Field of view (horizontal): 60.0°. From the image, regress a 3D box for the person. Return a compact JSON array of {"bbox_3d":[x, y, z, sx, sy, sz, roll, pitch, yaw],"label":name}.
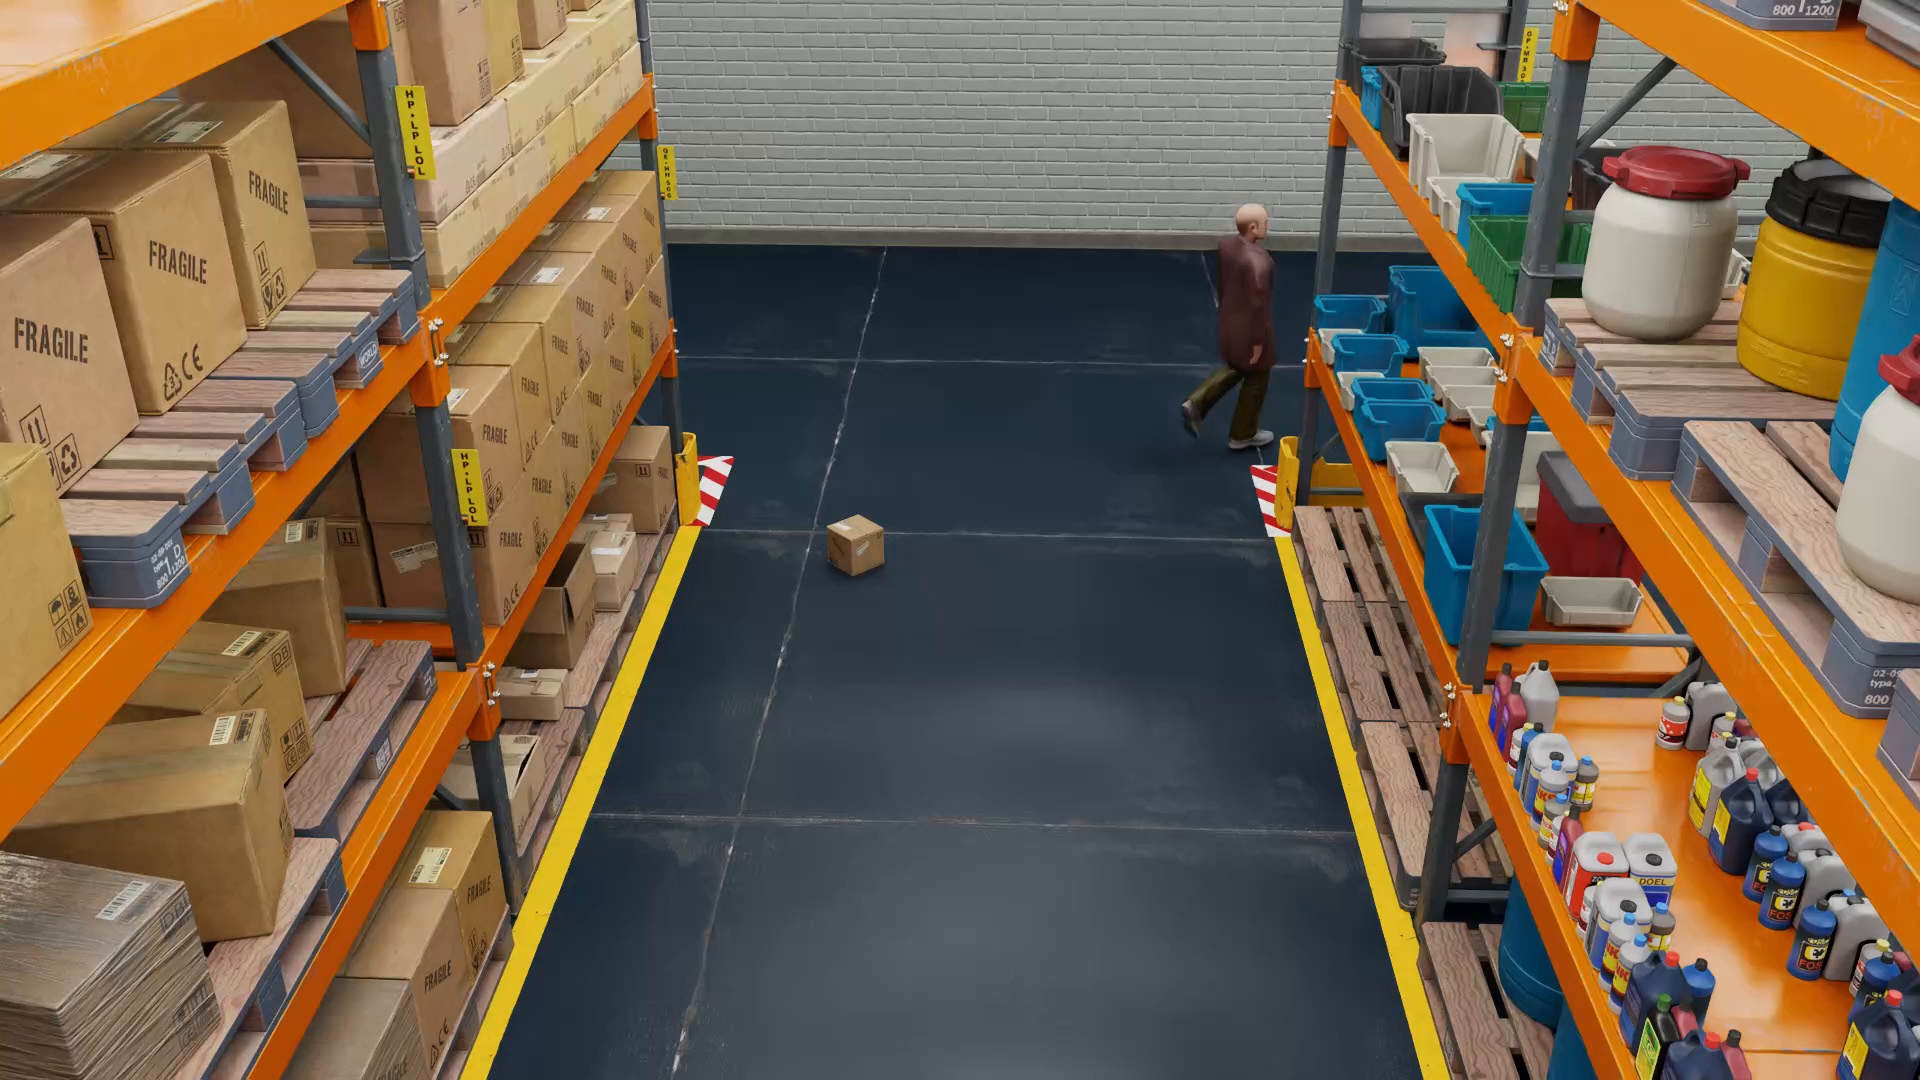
[{"bbox_3d":[1.905,-1.437,11.338,0.707,1.767,0.617,-13,30,-23],"label":"person"}]
